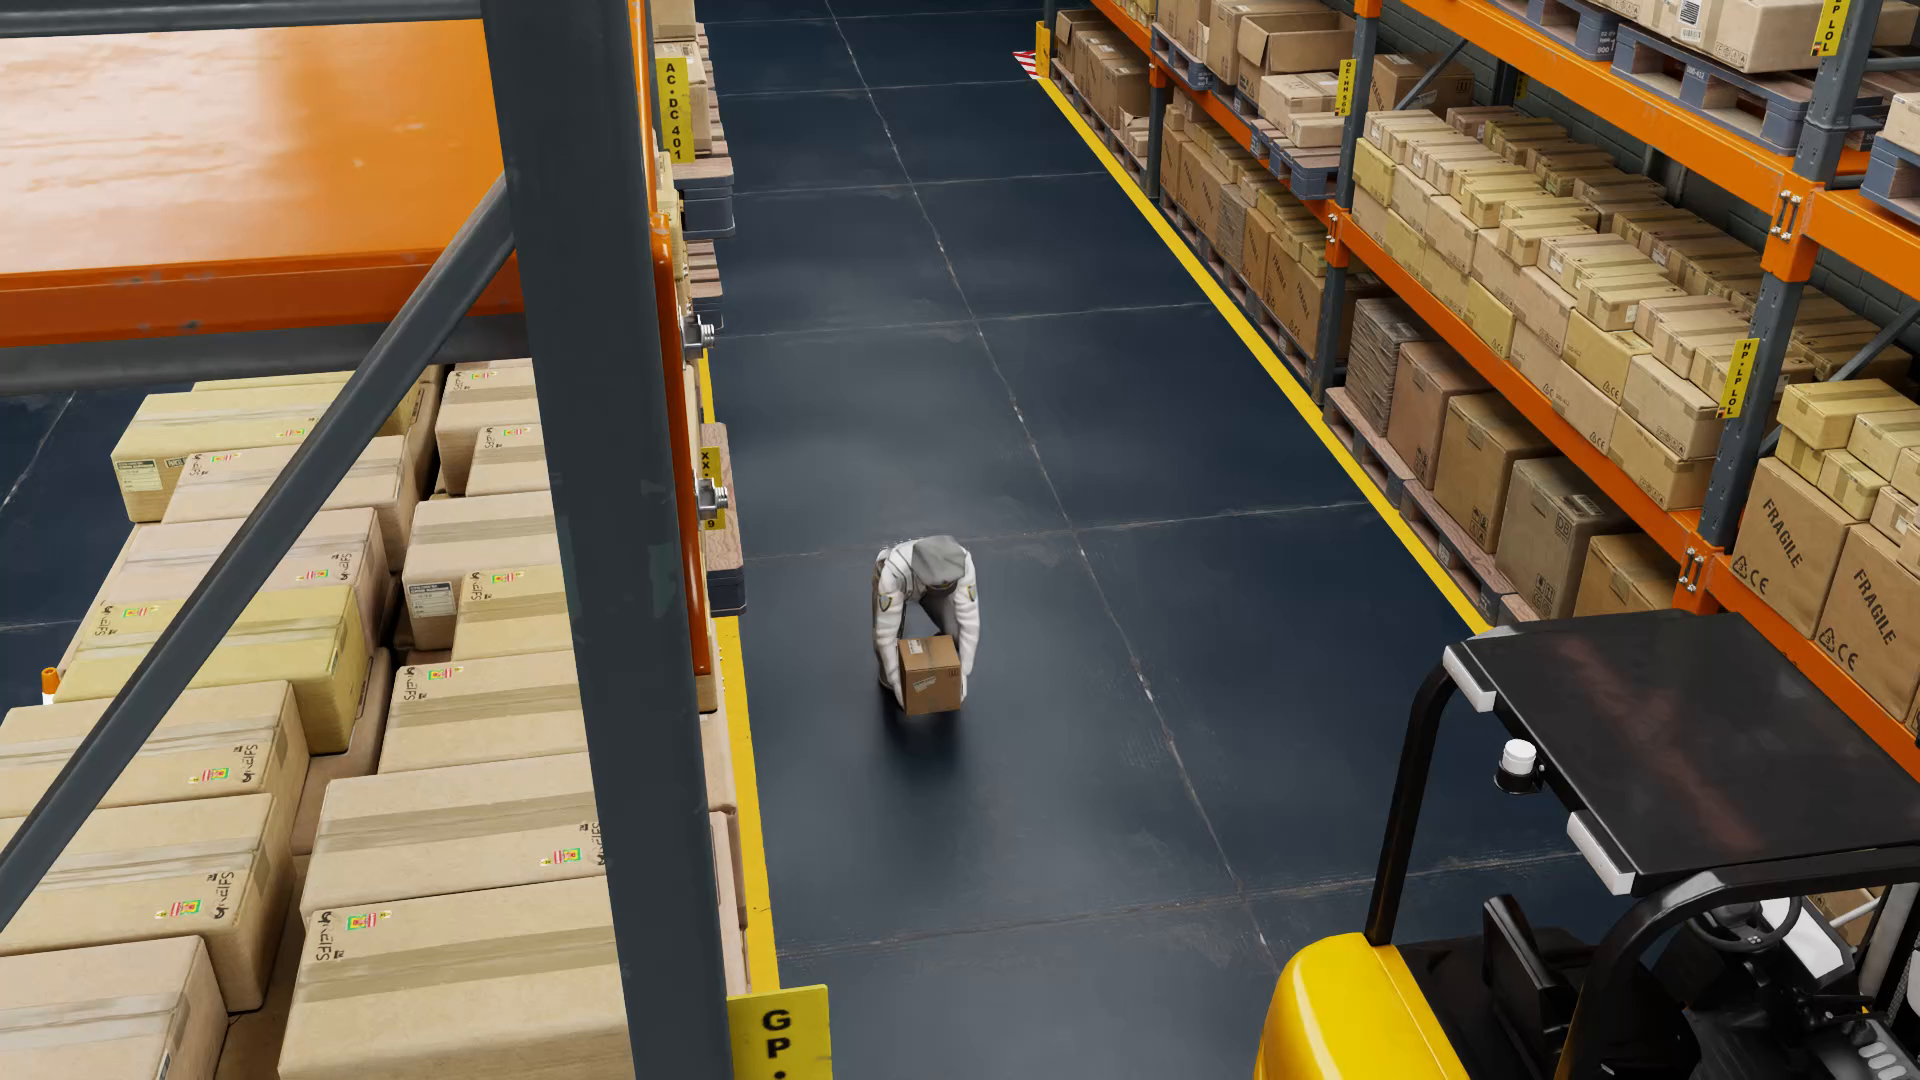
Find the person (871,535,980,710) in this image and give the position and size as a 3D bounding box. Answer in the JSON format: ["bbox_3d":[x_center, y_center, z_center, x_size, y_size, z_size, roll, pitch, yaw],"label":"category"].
[{"bbox_3d":[-0.175,0.304,7.811,0.493,0.967,0.831,-4,31,-7],"label":"person"}]
